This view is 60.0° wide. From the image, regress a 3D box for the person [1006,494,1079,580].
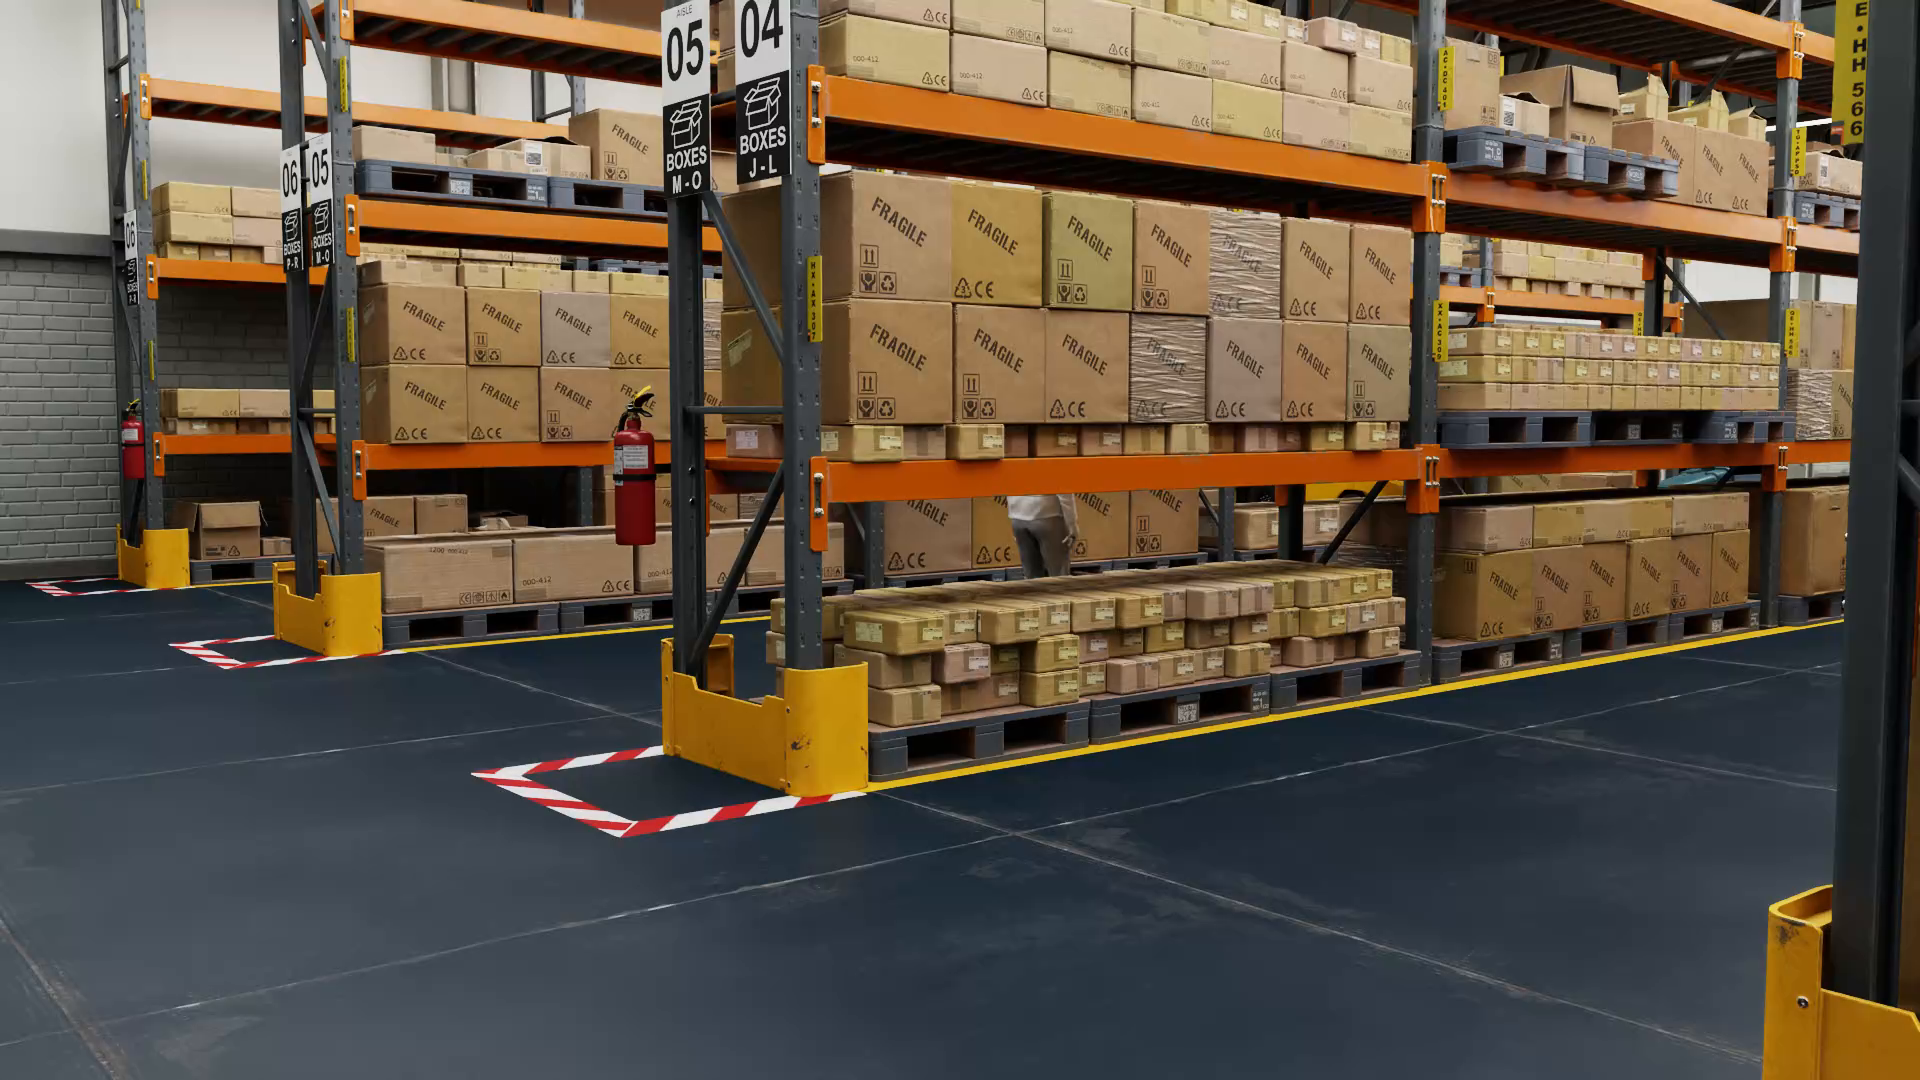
[{"bbox_3d":[0.501,-0.104,10.078,0.375,1.662,0.541,-4,6,-42],"label":"person"}]
